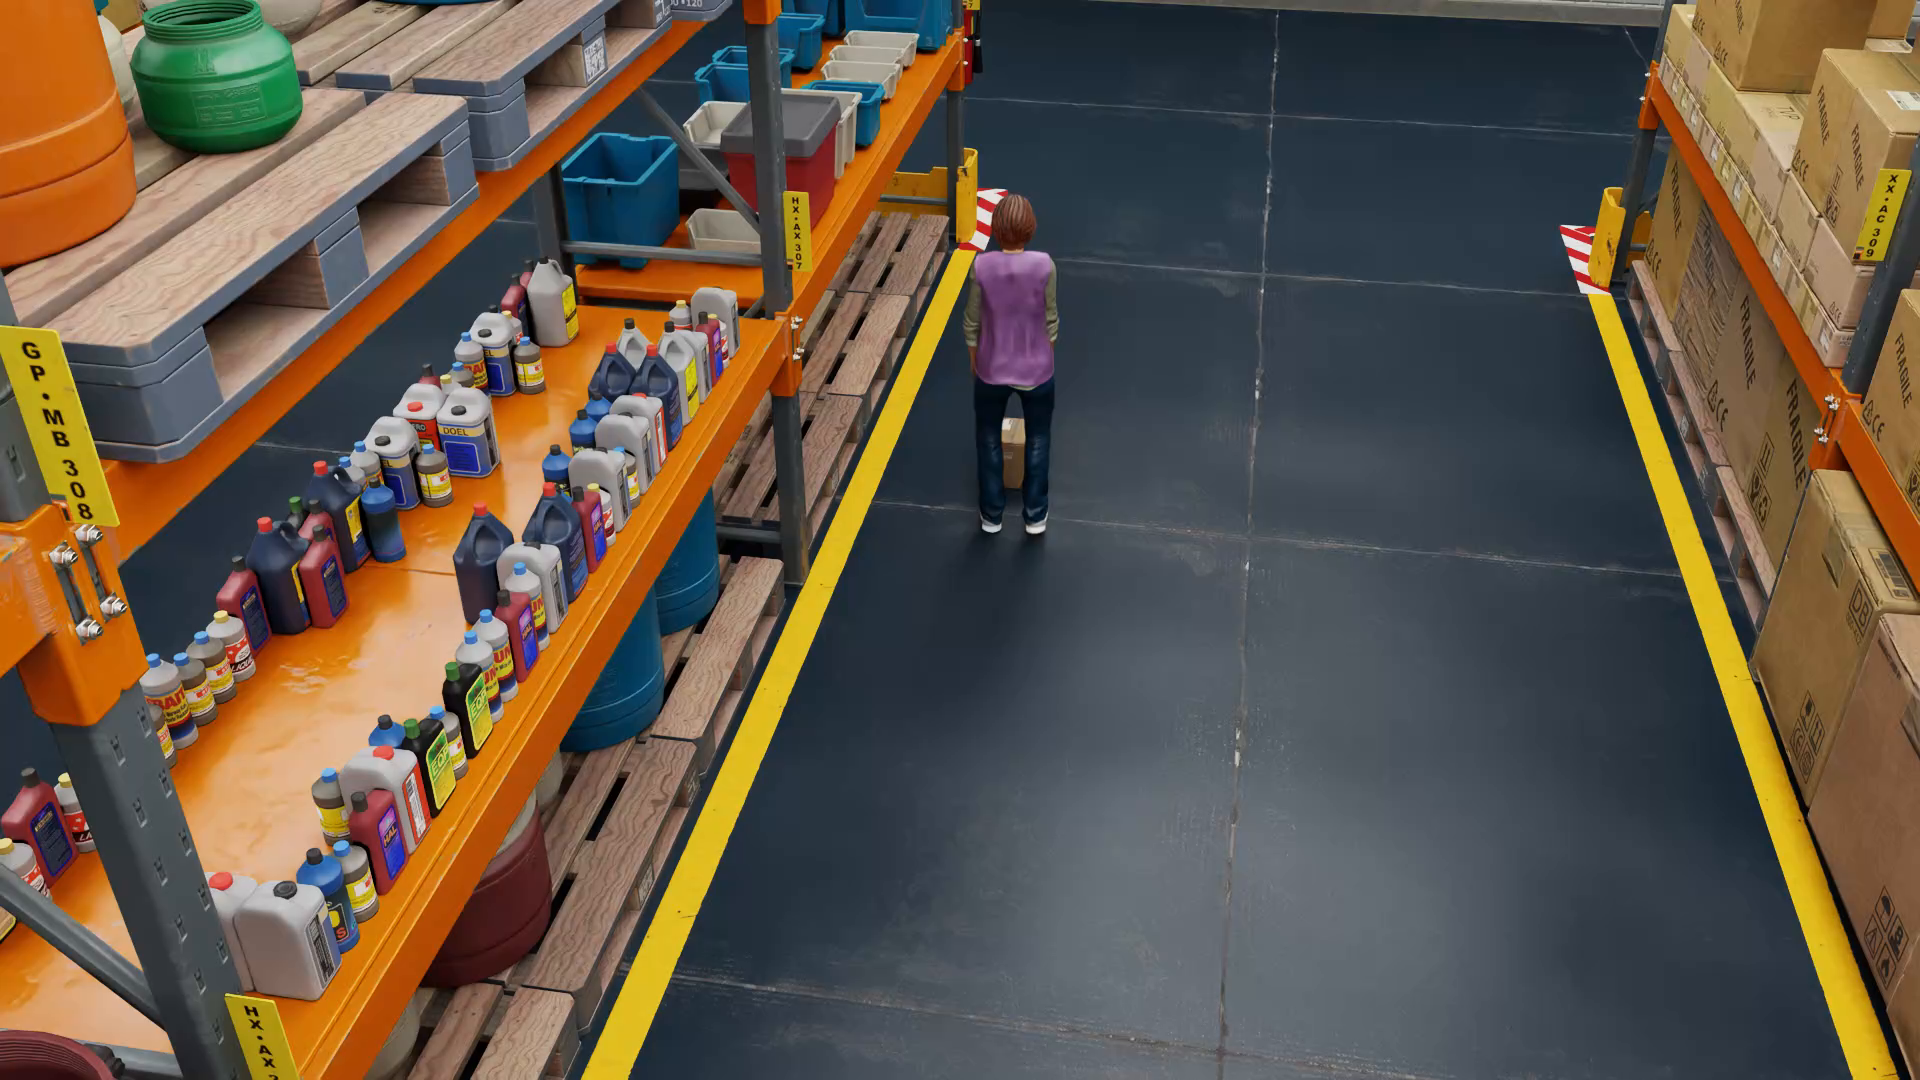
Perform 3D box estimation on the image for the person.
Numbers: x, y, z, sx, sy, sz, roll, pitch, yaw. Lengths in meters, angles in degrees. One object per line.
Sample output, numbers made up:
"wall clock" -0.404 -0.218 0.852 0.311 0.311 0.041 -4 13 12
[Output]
"person" 0.219 -0.738 7.319 0.415 1.581 0.340 2 33 3
